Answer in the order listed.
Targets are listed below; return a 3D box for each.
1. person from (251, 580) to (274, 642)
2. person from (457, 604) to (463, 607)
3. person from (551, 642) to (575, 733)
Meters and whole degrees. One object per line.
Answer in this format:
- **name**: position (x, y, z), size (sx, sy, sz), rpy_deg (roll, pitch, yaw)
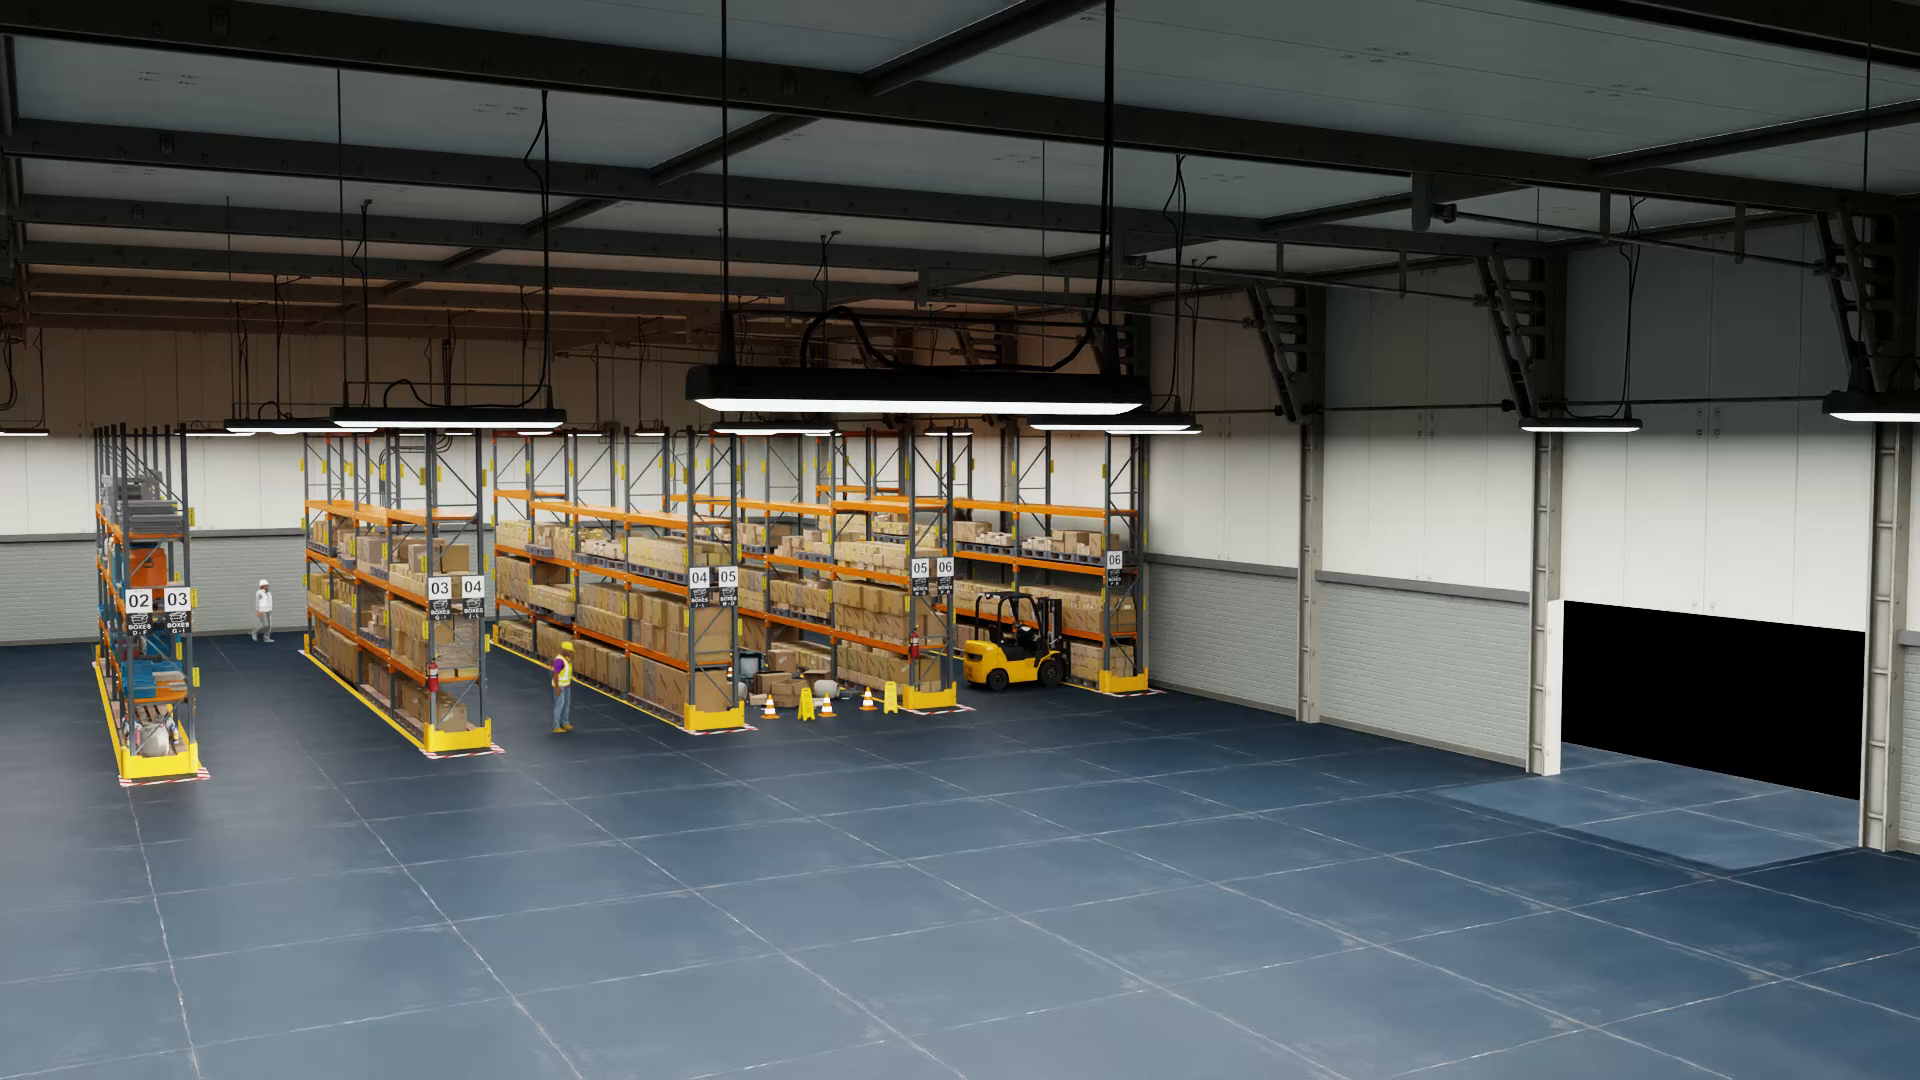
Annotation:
- **person**: position (-19.564, 1.996, 46.706), size (0.551, 1.764, 0.557), rpy_deg (1, 4, 12)
- **person**: position (-13.838, 2.089, 45.620), size (0.605, 1.734, 0.874), rpy_deg (-1, 4, -18)
- **person**: position (-7.778, 2.871, 32.653), size (0.445, 1.763, 0.667), rpy_deg (1, 3, 8)
